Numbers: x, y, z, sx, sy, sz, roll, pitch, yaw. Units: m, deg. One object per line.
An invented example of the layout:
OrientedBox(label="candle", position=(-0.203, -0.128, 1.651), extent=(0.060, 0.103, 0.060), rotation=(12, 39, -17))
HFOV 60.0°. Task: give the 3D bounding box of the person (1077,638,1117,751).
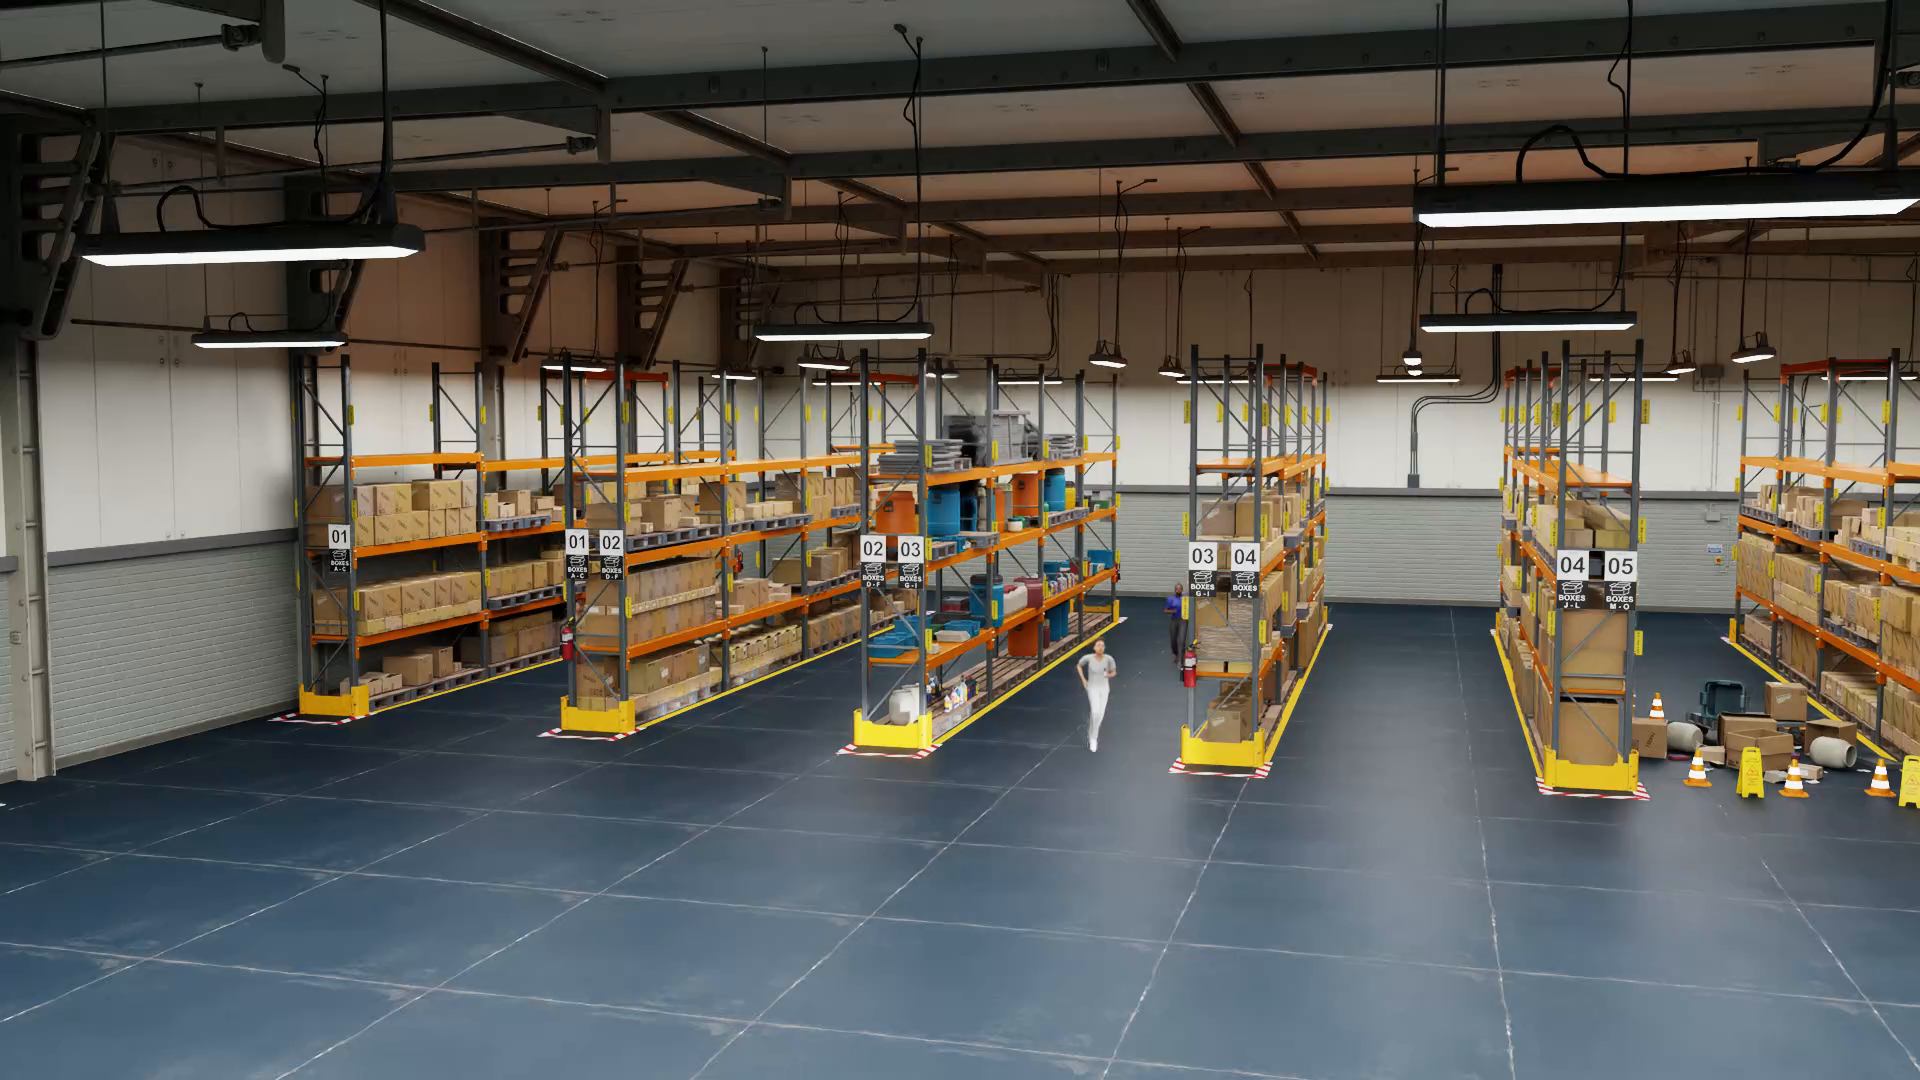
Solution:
OrientedBox(label="person", position=(2.069, 2.303, 25.035), extent=(0.548, 1.691, 0.770), rotation=(-1, 4, -12))

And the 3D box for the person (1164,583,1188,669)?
OrientedBox(label="person", position=(4.343, 1.681, 33.010), extent=(0.575, 1.645, 0.938), rotation=(1, 4, 11))

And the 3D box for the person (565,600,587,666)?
OrientedBox(label="person", position=(-6.950, 1.901, 30.285), extent=(0.603, 1.657, 0.789), rotation=(0, 4, 6))
